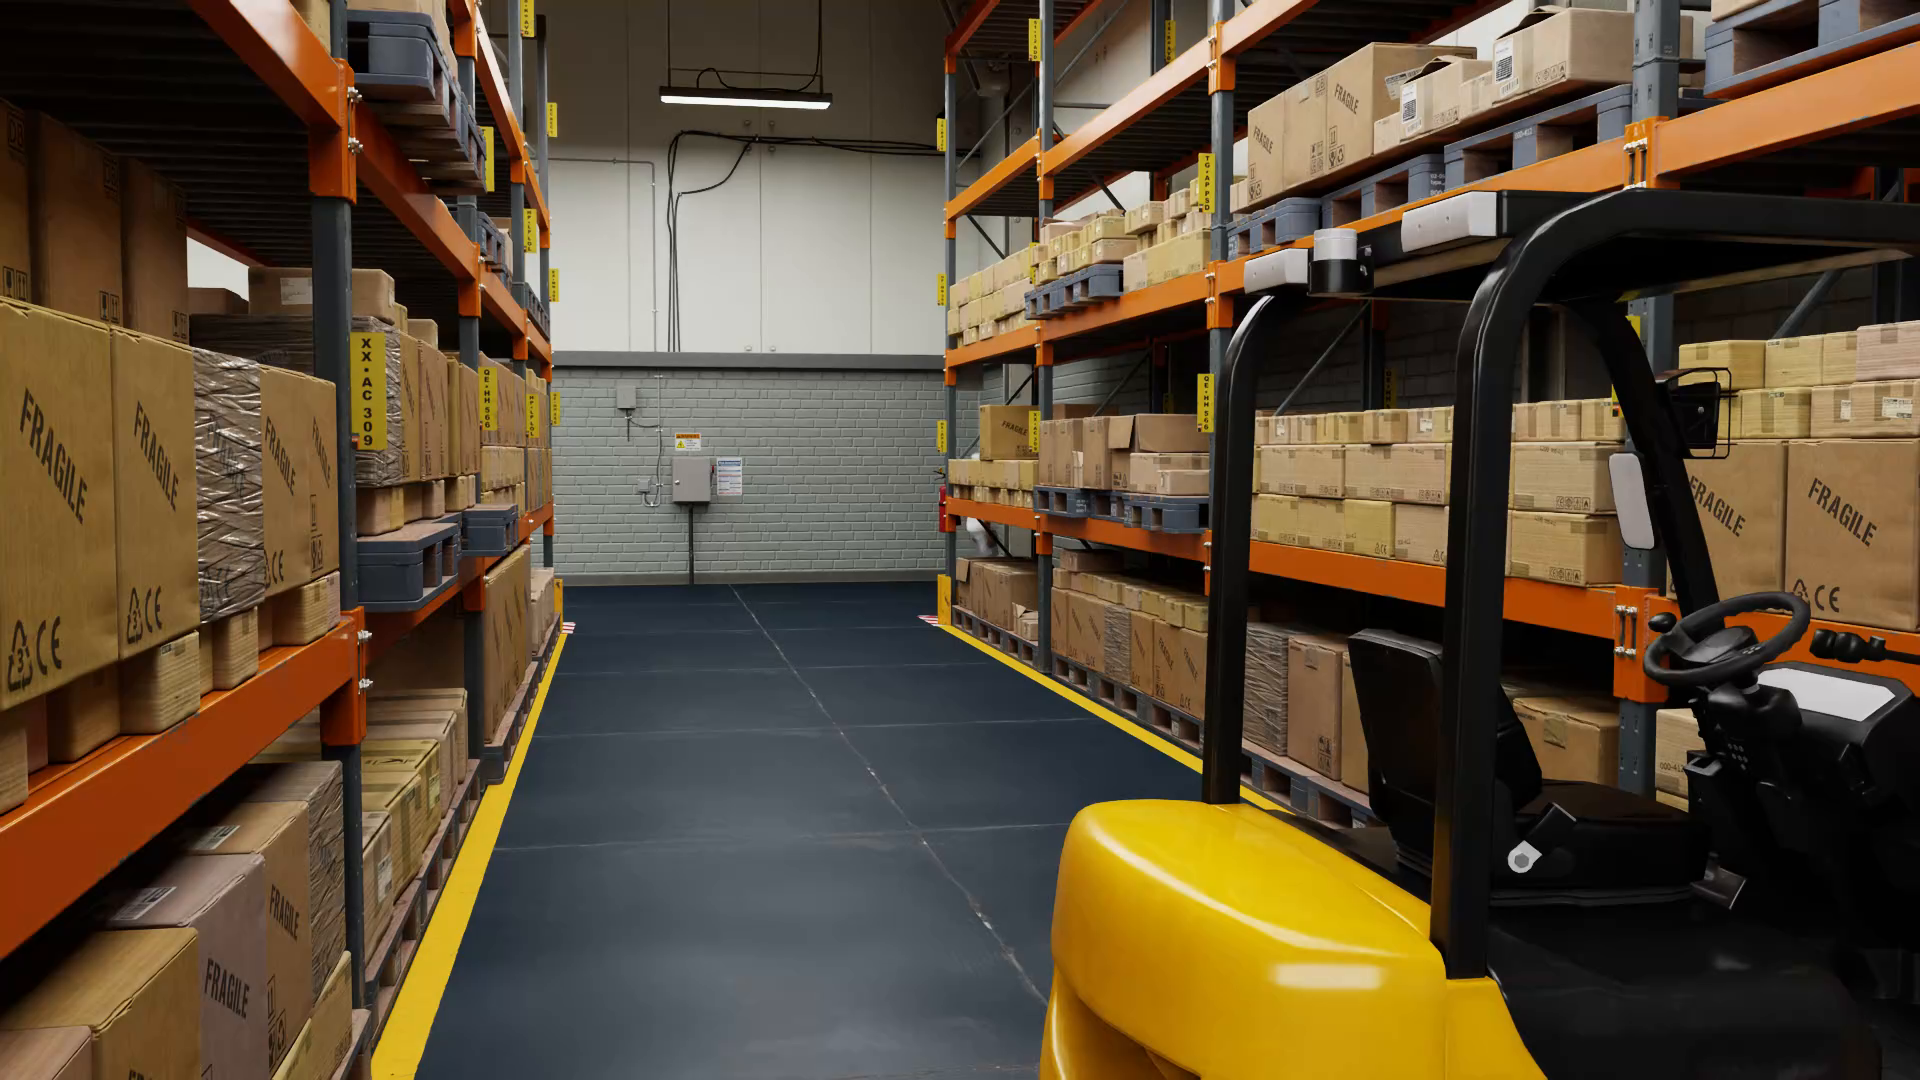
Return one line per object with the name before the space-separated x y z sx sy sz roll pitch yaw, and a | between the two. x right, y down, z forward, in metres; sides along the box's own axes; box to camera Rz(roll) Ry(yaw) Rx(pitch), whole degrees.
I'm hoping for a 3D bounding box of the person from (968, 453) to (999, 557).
person | 0.310 -0.105 18.824 0.549 1.768 0.590 -1 3 -17
